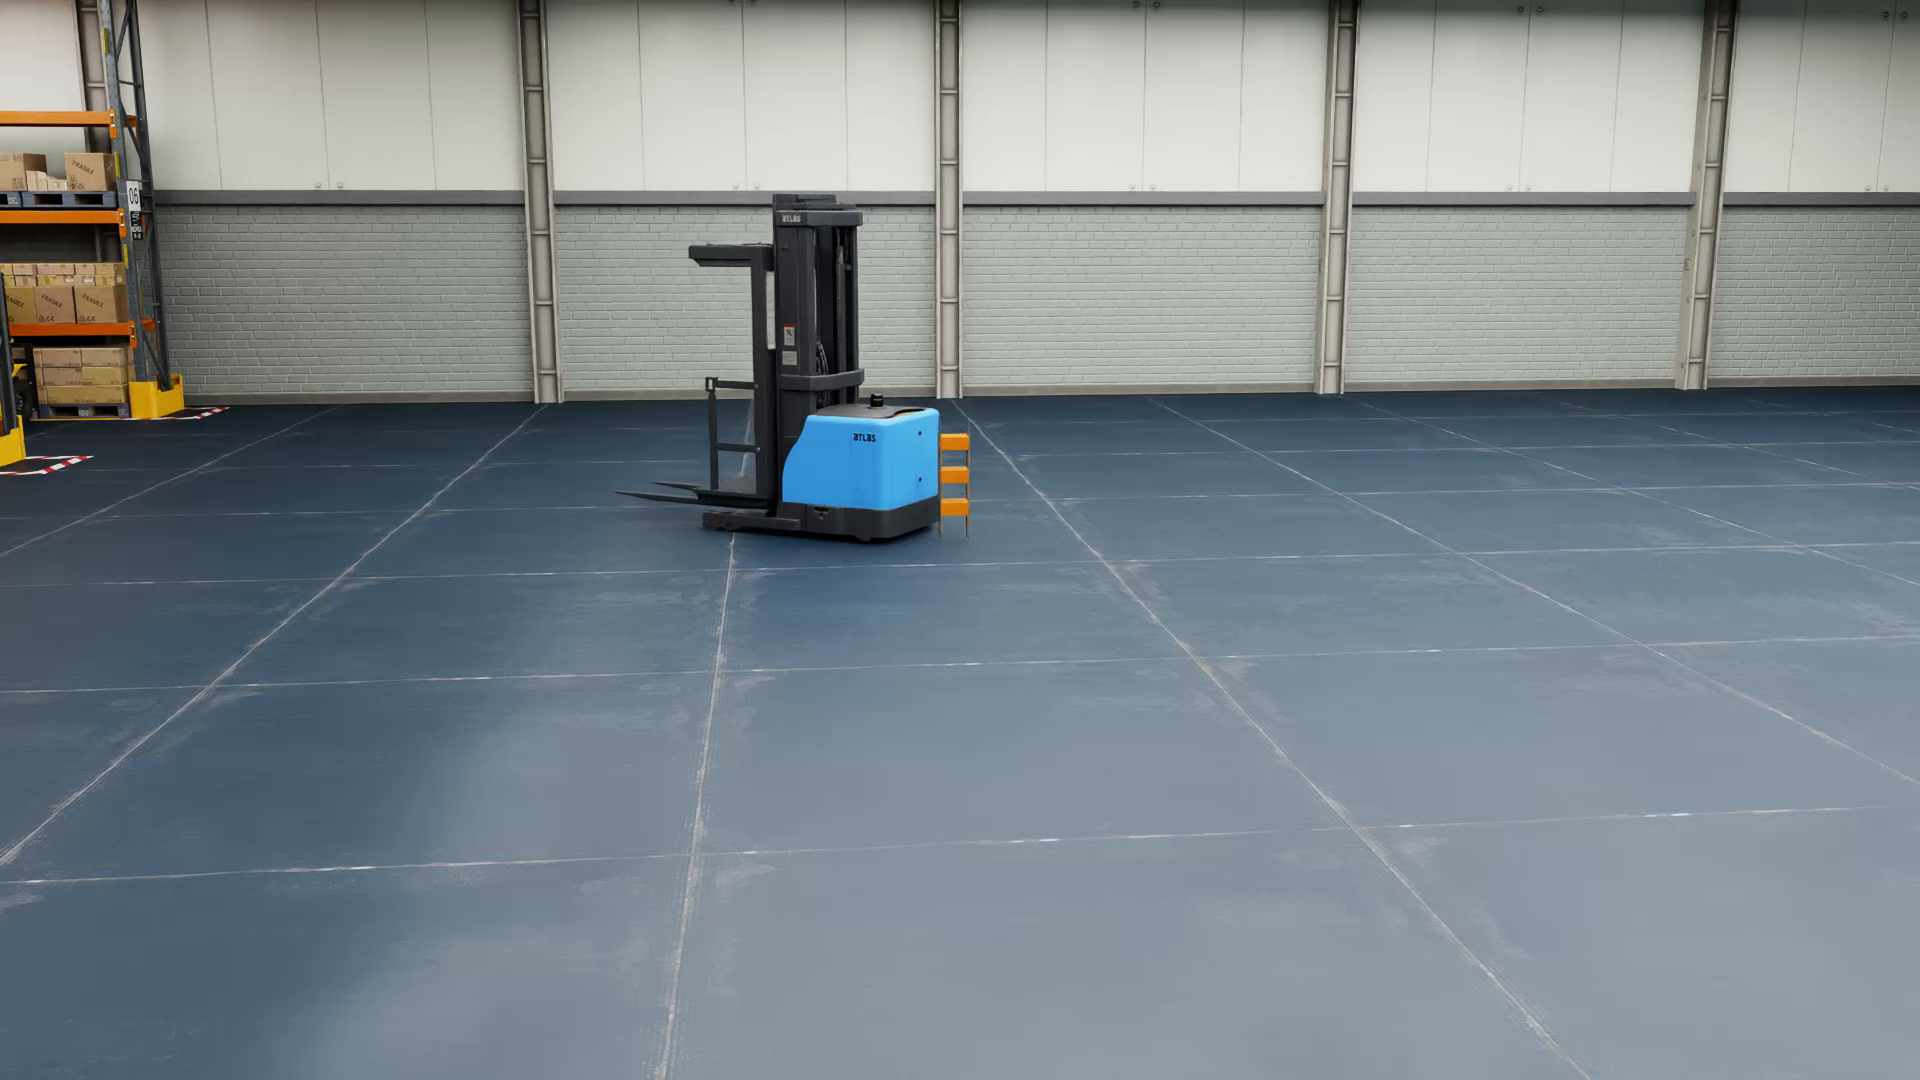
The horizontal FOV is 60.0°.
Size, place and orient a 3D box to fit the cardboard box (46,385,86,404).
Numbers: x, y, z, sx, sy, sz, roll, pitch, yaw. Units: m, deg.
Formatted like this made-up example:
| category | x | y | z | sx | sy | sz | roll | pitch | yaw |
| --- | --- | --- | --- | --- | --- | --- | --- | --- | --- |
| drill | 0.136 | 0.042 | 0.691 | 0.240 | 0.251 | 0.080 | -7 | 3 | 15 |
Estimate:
| category | x | y | z | sx | sy | sz | roll | pitch | yaw |
| --- | --- | --- | --- | --- | --- | --- | --- | --- | --- |
| cardboard box | -12.242 | -2.031 | 22.961 | 0.500 | 0.250 | 0.500 | -1 | 11 | -6 |

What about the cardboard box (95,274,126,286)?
| category | x | y | z | sx | sy | sz | roll | pitch | yaw |
| --- | --- | --- | --- | --- | --- | --- | --- | --- | --- |
| cardboard box | -11.628 | -3.559 | 22.756 | 0.250 | 0.149 | 0.380 | -1 | 11 | -5 |

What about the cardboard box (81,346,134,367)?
| category | x | y | z | sx | sy | sz | roll | pitch | yaw |
| --- | --- | --- | --- | --- | --- | --- | --- | --- | --- |
| cardboard box | -11.738 | -2.531 | 22.913 | 0.500 | 0.250 | 0.500 | -1 | 11 | -4 |

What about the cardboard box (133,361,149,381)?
| category | x | y | z | sx | sy | sz | roll | pitch | yaw |
| --- | --- | --- | --- | --- | --- | --- | --- | --- | --- |
| cardboard box | -11.804 | -2.385 | 23.467 | 0.500 | 0.250 | 0.500 | -1 | 11 | -5 |

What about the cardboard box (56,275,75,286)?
| category | x | y | z | sx | sy | sz | roll | pitch | yaw |
| --- | --- | --- | --- | --- | --- | --- | --- | --- | --- |
| cardboard box | -12.144 | -3.555 | 22.732 | 0.250 | 0.149 | 0.380 | -1 | 11 | -5 |

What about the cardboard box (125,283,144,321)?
| category | x | y | z | sx | sy | sz | roll | pitch | yaw |
| --- | --- | --- | --- | --- | --- | --- | --- | --- | --- |
| cardboard box | -11.836 | -3.345 | 23.347 | 0.500 | 0.500 | 0.500 | -1 | 11 | -4 |

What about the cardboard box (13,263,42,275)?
| category | x | y | z | sx | sy | sz | roll | pitch | yaw |
| --- | --- | --- | --- | --- | --- | --- | --- | --- | --- |
| cardboard box | -12.649 | -3.679 | 22.593 | 0.250 | 0.149 | 0.380 | -1 | 11 | -5 |

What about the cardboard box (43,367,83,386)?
| category | x | y | z | sx | sy | sz | roll | pitch | yaw |
| --- | --- | --- | --- | --- | --- | --- | --- | --- | --- |
| cardboard box | -12.264 | -2.277 | 22.915 | 0.500 | 0.250 | 0.500 | -1 | 11 | -7 |

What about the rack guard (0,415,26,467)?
| category | x | y | z | sx | sy | sz | roll | pitch | yaw |
| --- | --- | --- | --- | --- | --- | --- | --- | --- | --- |
| rack guard | -10.850 | -1.073 | 18.529 | 0.348 | 0.500 | 1.175 | -1 | 11 | -6 |

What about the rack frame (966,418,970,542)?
| category | x | y | z | sx | sy | sz | roll | pitch | yaw |
| --- | --- | --- | --- | --- | --- | --- | --- | --- | --- |
| rack frame | 0.068 | -0.517 | 14.274 | 0.008 | 1.050 | 0.200 | -1 | 11 | -6 |

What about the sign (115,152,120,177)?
| category | x | y | z | sx | sy | sz | roll | pitch | yaw |
| --- | --- | --- | --- | --- | --- | --- | --- | --- | --- |
| sign | -11.269 | -5.016 | 22.240 | 0.005 | 0.325 | 0.100 | -1 | 11 | -6 |

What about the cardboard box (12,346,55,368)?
| category | x | y | z | sx | sy | sz | roll | pitch | yaw |
| --- | --- | --- | --- | --- | --- | --- | --- | --- | --- |
| cardboard box | -12.745 | -2.507 | 22.790 | 0.500 | 0.250 | 0.500 | -1 | 11 | -5 |

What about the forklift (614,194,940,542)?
| category | x | y | z | sx | sy | sz | roll | pitch | yaw |
| --- | --- | --- | --- | --- | --- | --- | --- | --- | --- |
| forklift | -1.722 | -1.596 | 14.886 | 3.031 | 2.935 | 1.130 | 5 | 12 | 26 |

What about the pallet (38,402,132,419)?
| category | x | y | z | sx | sy | sz | roll | pitch | yaw |
| --- | --- | --- | --- | --- | --- | --- | --- | --- | --- |
| pallet | -12.070 | -1.861 | 23.285 | 1.213 | 0.211 | 1.003 | -1 | 11 | -6 |

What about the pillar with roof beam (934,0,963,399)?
| category | x | y | z | sx | sy | sz | roll | pitch | yaw |
| --- | --- | --- | --- | --- | --- | --- | --- | --- | --- |
| pillar with roof beam | 0.291 | -5.779 | 20.437 | 0.400 | 9.000 | 9.100 | -1 | 11 | -6 |

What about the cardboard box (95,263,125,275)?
| category | x | y | z | sx | sy | sz | roll | pitch | yaw |
| --- | --- | --- | --- | --- | --- | --- | --- | --- | --- |
| cardboard box | -11.647 | -3.718 | 22.793 | 0.250 | 0.149 | 0.380 | -1 | 11 | -6 |

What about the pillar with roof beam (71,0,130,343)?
| category | x | y | z | sx | sy | sz | roll | pitch | yaw |
| --- | --- | --- | --- | --- | --- | --- | --- | --- | --- |
| pillar with roof beam | -11.638 | -5.529 | 19.165 | 0.400 | 9.000 | 9.100 | -1 | 11 | -6 |

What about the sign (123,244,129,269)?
| category | x | y | z | sx | sy | sz | roll | pitch | yaw |
| --- | --- | --- | --- | --- | --- | --- | --- | --- | --- |
| sign | -11.269 | -3.833 | 22.473 | 0.005 | 0.325 | 0.100 | -1 | 11 | -6 |

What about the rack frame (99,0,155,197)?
| category | x | y | z | sx | sy | sz | roll | pitch | yaw |
| --- | --- | --- | --- | --- | --- | --- | --- | --- | --- |
| rack frame | -11.314 | -6.196 | 22.559 | 0.127 | 3.000 | 1.000 | -1 | 11 | -6 |

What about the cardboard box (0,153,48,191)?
| category | x | y | z | sx | sy | sz | roll | pitch | yaw |
| --- | --- | --- | --- | --- | --- | --- | --- | --- | --- |
| cardboard box | -12.757 | -4.971 | 22.493 | 0.500 | 0.500 | 0.700 | -1 | 11 | -6 |

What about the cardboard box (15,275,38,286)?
| category | x | y | z | sx | sy | sz | roll | pitch | yaw |
| --- | --- | --- | --- | --- | --- | --- | --- | --- | --- |
| cardboard box | -12.652 | -3.537 | 22.642 | 0.250 | 0.149 | 0.380 | -2 | 11 | -8 |

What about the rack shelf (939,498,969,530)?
| category | x | y | z | sx | sy | sz | roll | pitch | yaw |
| --- | --- | --- | --- | --- | --- | --- | --- | --- | --- |
| rack shelf | -0.053 | -0.231 | 14.317 | 0.240 | 0.259 | 0.215 | -1 | 11 | -6 |

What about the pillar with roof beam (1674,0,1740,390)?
| category | x | y | z | sx | sy | sz | roll | pitch | yaw |
| --- | --- | --- | --- | --- | --- | --- | --- | --- | --- |
| pillar with roof beam | 12.221 | -6.029 | 21.708 | 0.400 | 9.000 | 9.100 | -1 | 11 | -6 |

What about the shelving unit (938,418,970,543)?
| category | x | y | z | sx | sy | sz | roll | pitch | yaw |
| --- | --- | --- | --- | --- | --- | --- | --- | --- | --- |
| shelving unit | -0.053 | -0.514 | 14.261 | 0.252 | 1.050 | 0.215 | -1 | 11 | -6 |

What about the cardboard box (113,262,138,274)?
| category | x | y | z | sx | sy | sz | roll | pitch | yaw |
| --- | --- | --- | --- | --- | --- | --- | --- | --- | --- |
| cardboard box | -11.671 | -3.800 | 23.210 | 0.250 | 0.149 | 0.380 | -1 | 11 | -7 |

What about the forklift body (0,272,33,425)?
| category | x | y | z | sx | sy | sz | roll | pitch | yaw |
| --- | --- | --- | --- | --- | --- | --- | --- | --- | --- |
| forklift body | -13.002 | -2.447 | 21.239 | 1.214 | 2.155 | 2.313 | -1 | 11 | -6 |

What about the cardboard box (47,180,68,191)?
| category | x | y | z | sx | sy | sz | roll | pitch | yaw |
| --- | --- | --- | --- | --- | --- | --- | --- | --- | --- |
| cardboard box | -12.105 | -4.781 | 22.439 | 0.250 | 0.149 | 0.380 | -2 | 11 | -8 |

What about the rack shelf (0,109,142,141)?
| category | x | y | z | sx | sy | sz | roll | pitch | yaw |
| --- | --- | --- | --- | --- | --- | --- | --- | --- | --- |
| rack shelf | -13.302 | -5.606 | 22.455 | 4.000 | 0.370 | 1.077 | -1 | 11 | -6 |

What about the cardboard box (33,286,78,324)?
| category | x | y | z | sx | sy | sz | roll | pitch | yaw |
| --- | --- | --- | --- | --- | --- | --- | --- | --- | --- |
| cardboard box | -12.292 | -3.232 | 22.774 | 0.500 | 0.500 | 0.500 | -1 | 11 | -4 |

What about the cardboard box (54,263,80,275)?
| category | x | y | z | sx | sy | sz | roll | pitch | yaw |
| --- | --- | --- | --- | --- | --- | --- | --- | --- | --- |
| cardboard box | -12.146 | -3.696 | 22.683 | 0.250 | 0.149 | 0.380 | -1 | 11 | -5 |

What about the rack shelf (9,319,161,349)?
| category | x | y | z | sx | sy | sz | roll | pitch | yaw |
| --- | --- | --- | --- | --- | --- | --- | --- | --- | --- |
| rack shelf | -13.302 | -2.858 | 22.995 | 4.000 | 0.370 | 1.077 | -1 | 11 | -6 |

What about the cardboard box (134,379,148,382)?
| category | x | y | z | sx | sy | sz | roll | pitch | yaw |
| --- | --- | --- | --- | --- | --- | --- | --- | --- | --- |
| cardboard box | -11.823 | -2.137 | 23.501 | 0.500 | 0.250 | 0.500 | -1 | 11 | -6 |

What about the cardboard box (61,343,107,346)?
| category | x | y | z | sx | sy | sz | roll | pitch | yaw |
| --- | --- | --- | --- | --- | --- | --- | --- | --- | --- |
| cardboard box | -12.308 | -2.615 | 23.343 | 0.500 | 0.250 | 0.500 | -1 | 11 | -6 |

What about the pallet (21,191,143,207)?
| category | x | y | z | sx | sy | sz | roll | pitch | yaw |
| --- | --- | --- | --- | --- | --- | --- | --- | --- | --- |
| pallet | -12.020 | -4.672 | 22.807 | 1.213 | 0.211 | 1.003 | -1 | 11 | -6 |
